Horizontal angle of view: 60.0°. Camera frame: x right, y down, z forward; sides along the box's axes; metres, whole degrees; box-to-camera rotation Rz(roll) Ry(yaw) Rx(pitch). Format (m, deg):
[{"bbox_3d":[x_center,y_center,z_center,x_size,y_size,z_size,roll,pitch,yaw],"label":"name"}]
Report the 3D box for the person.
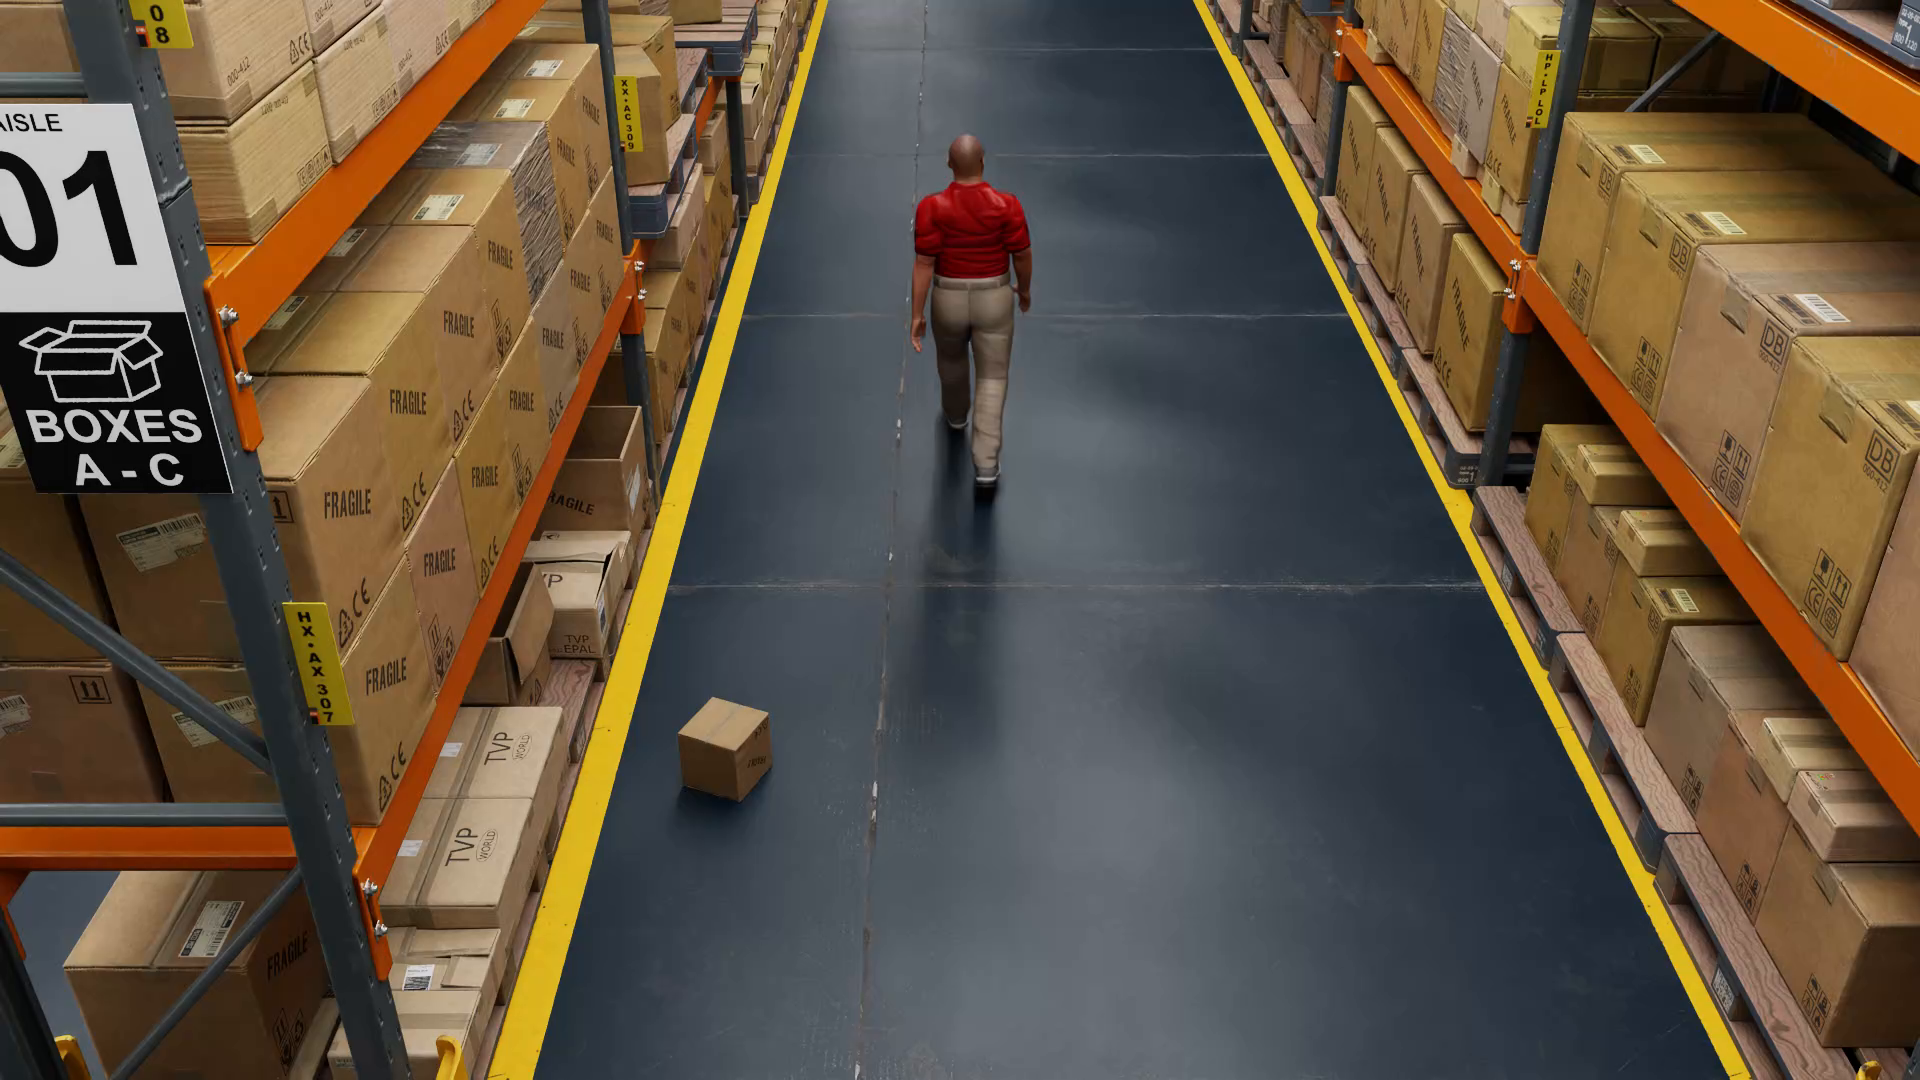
[{"bbox_3d":[0.065,-1.178,8.095,0.569,1.671,1.056,3,31,5],"label":"person"}]
